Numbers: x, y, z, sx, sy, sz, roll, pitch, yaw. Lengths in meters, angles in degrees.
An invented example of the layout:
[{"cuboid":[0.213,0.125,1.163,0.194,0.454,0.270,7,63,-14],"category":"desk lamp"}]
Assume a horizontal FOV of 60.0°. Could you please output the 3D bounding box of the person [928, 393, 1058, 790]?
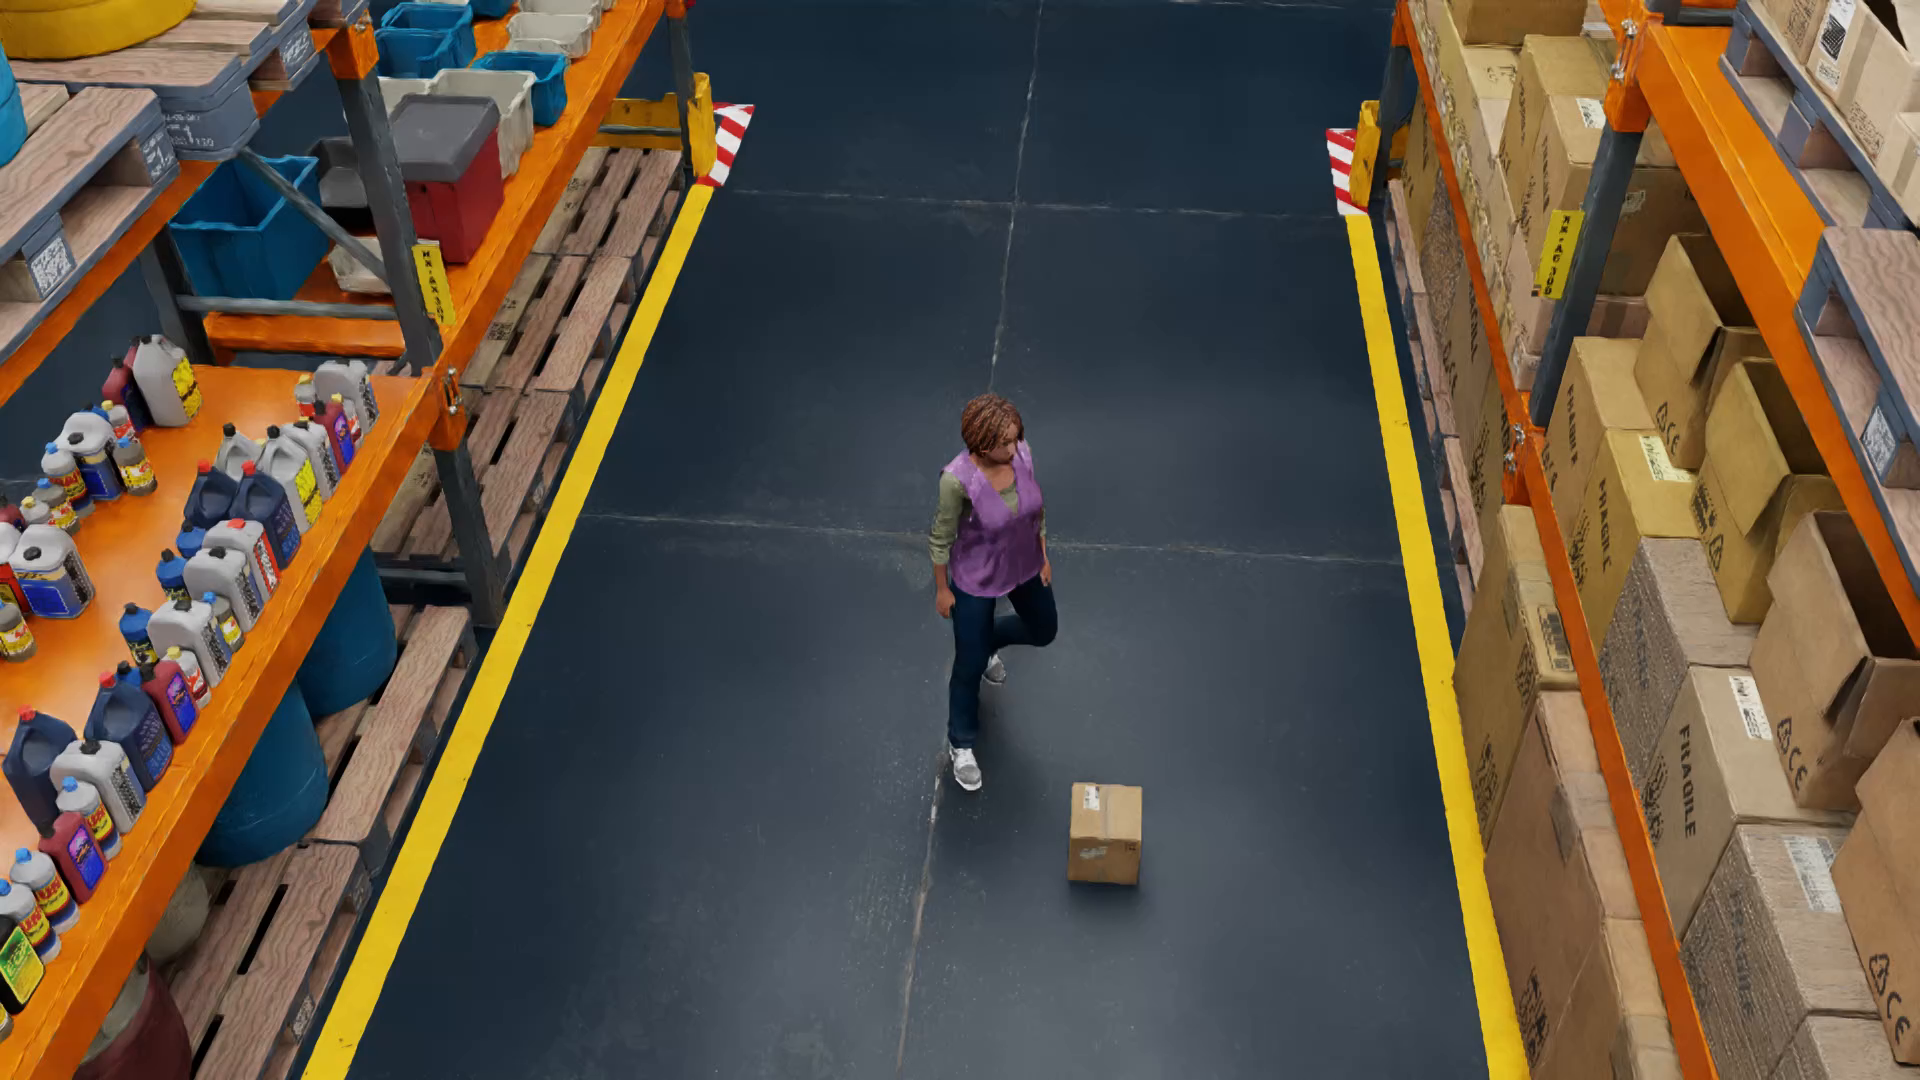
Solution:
[{"cuboid":[0.078,0.119,6.001,0.515,1.595,0.538,-27,47,-28],"category":"person"}]
